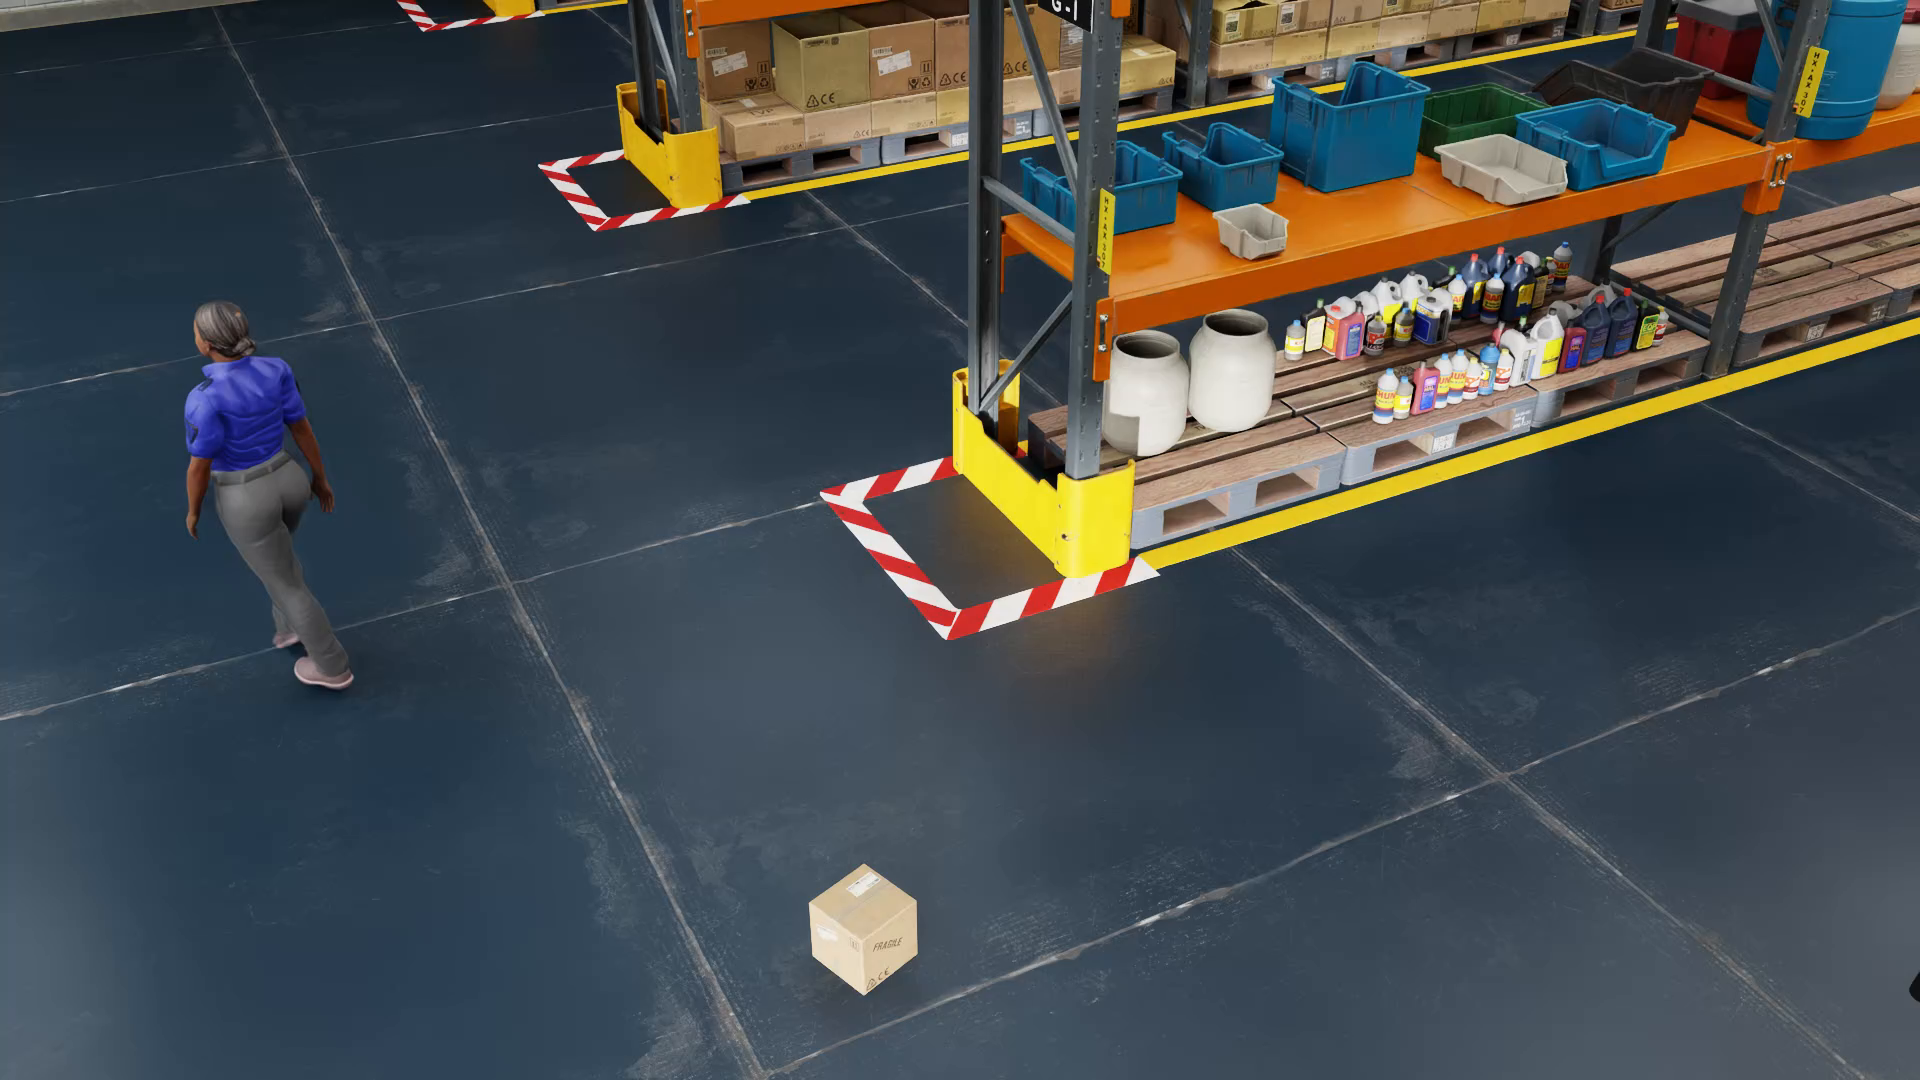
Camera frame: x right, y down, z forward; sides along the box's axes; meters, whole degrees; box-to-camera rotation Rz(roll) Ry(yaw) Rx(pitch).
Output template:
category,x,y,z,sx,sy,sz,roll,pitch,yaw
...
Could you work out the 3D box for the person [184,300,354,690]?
category,x,y,z,sx,sy,sz,roll,pitch,yaw
person,-2.701,-0.137,6.388,0.608,1.723,0.487,16,36,23
